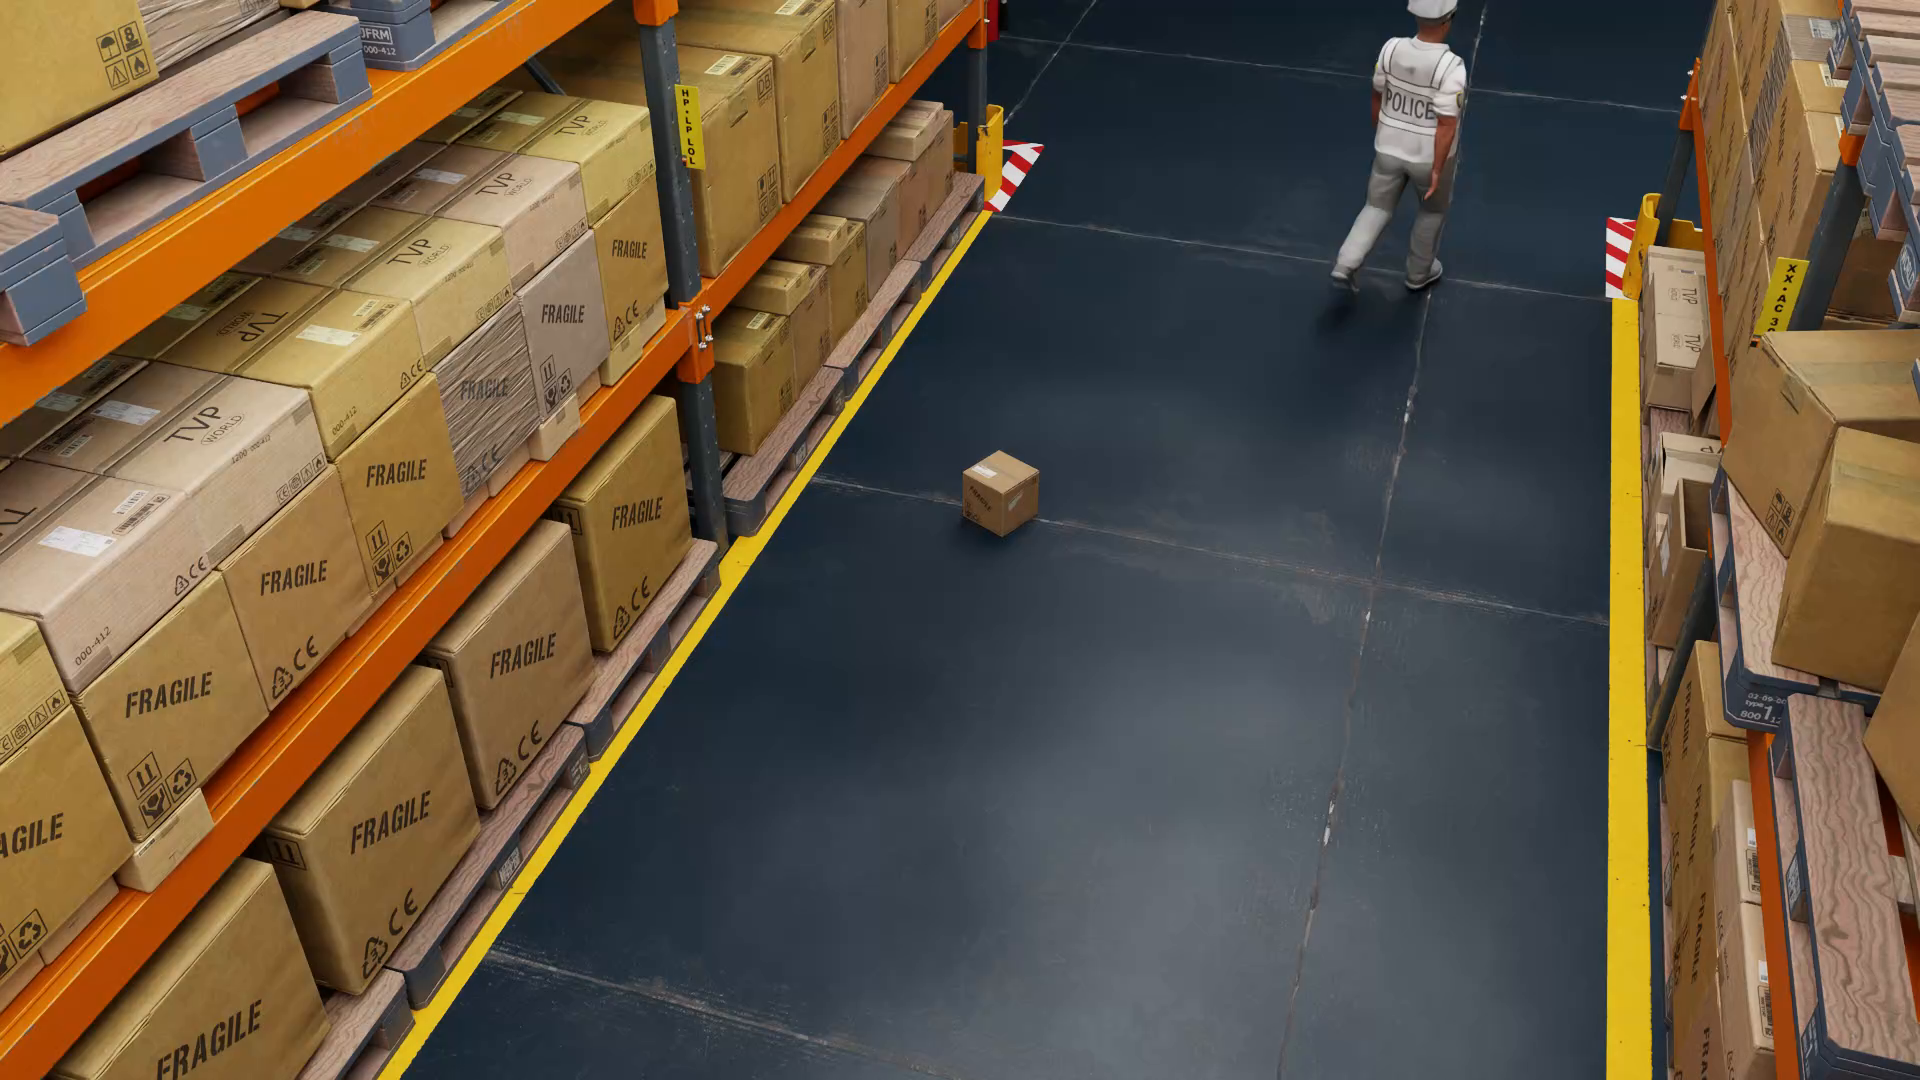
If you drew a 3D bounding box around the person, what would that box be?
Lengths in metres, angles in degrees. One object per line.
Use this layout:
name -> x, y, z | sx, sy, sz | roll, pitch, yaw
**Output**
person -> 2.420, -2.112, 8.938 | 0.532, 1.735, 0.871 | 26, 44, 30
